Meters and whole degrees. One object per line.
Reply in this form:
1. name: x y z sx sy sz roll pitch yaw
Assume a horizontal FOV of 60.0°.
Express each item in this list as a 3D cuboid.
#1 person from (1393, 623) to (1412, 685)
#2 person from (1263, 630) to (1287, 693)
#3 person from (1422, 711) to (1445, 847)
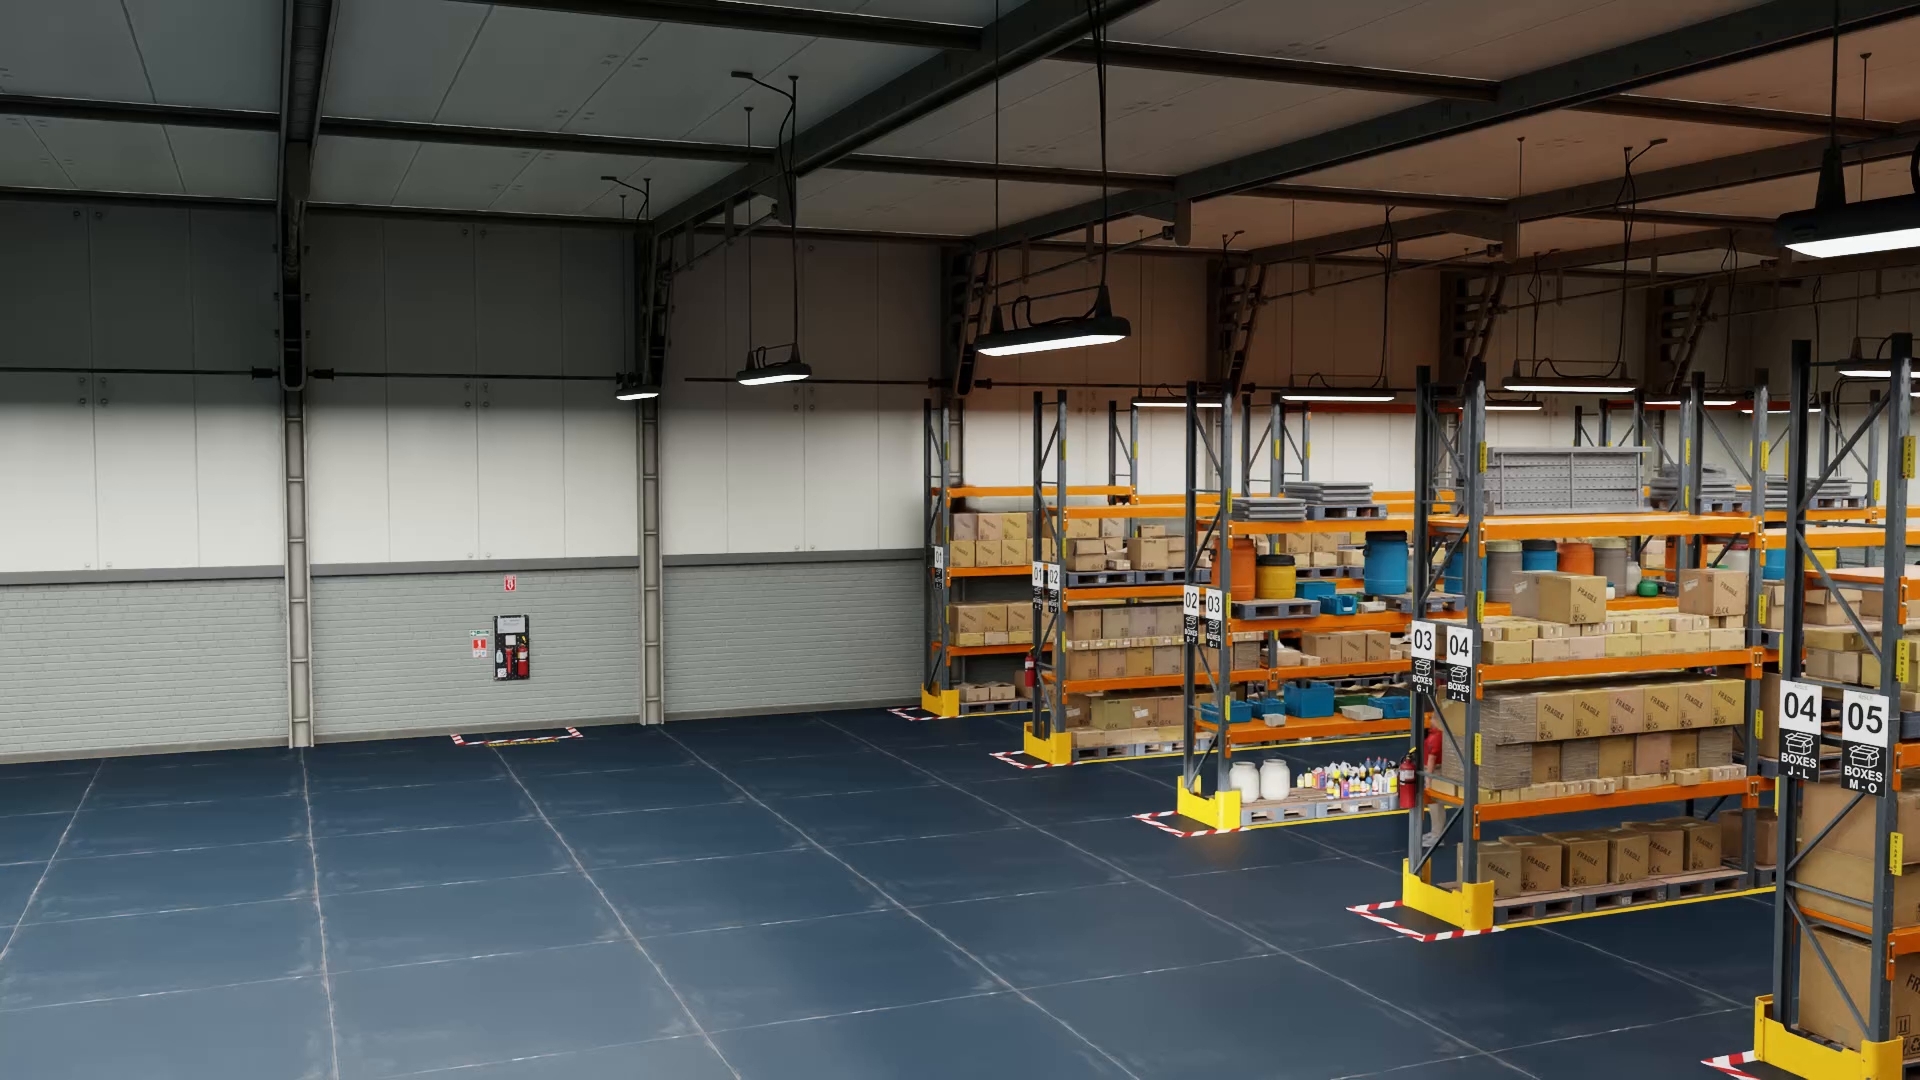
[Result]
1. person: 8.870 2.404 32.877 0.956 1.639 0.497 -2 4 -28
2. person: 5.804 2.467 31.042 1.048 1.727 0.646 -1 4 -22
3. person: 6.094 3.039 21.337 0.390 1.732 0.574 1 4 19
